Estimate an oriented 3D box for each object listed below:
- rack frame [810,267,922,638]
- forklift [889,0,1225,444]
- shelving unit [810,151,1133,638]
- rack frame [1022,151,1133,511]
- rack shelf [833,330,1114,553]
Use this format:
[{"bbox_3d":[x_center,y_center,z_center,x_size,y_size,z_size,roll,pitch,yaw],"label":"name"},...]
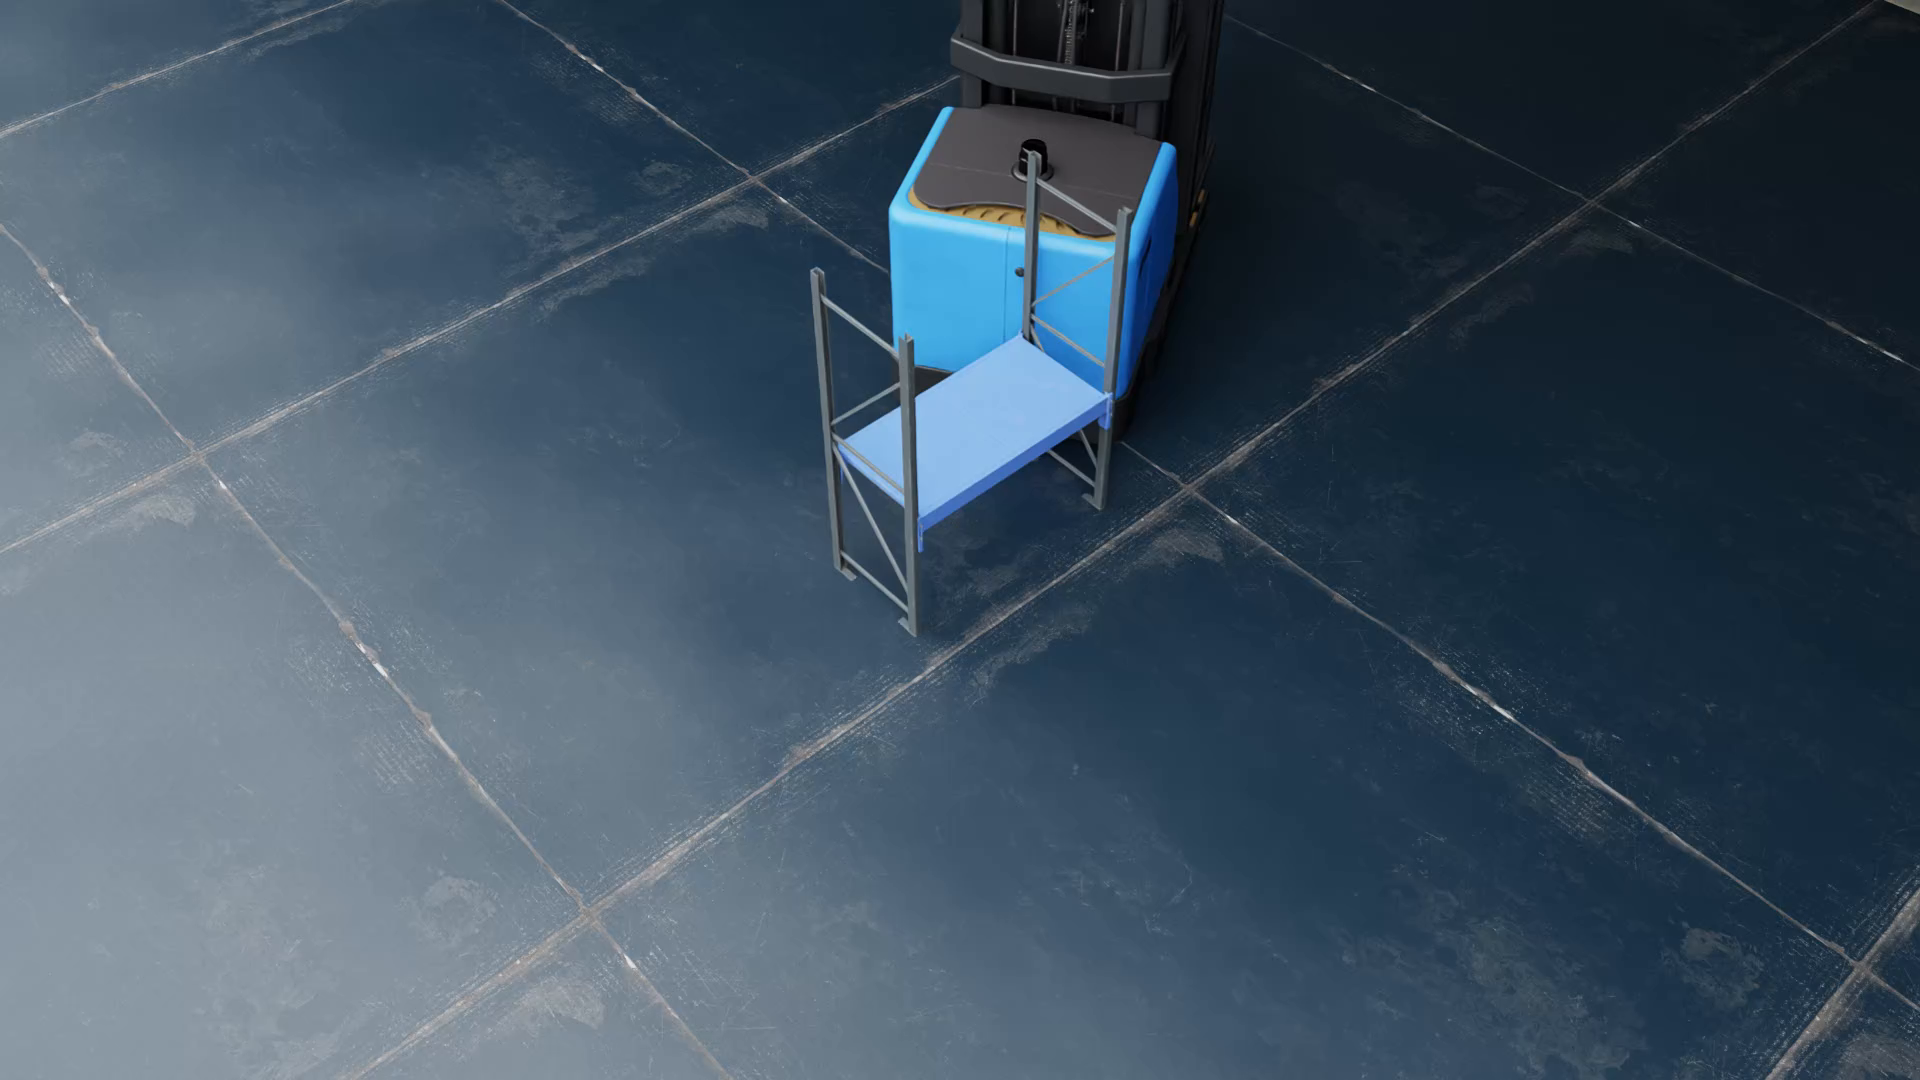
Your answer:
[{"bbox_3d":[-0.327,-0.270,6.032,0.032,1.500,0.500,-34,56,-27],"label":"rack frame"},{"bbox_3d":[0.608,-2.507,7.122,1.130,2.935,3.031,12,48,11],"label":"forklift"},{"bbox_3d":[0.050,-0.521,6.263,1.048,1.500,0.538,-34,56,-27],"label":"shelving unit"},{"bbox_3d":[0.427,-0.772,6.495,0.032,1.500,0.500,-34,56,-27],"label":"rack frame"},{"bbox_3d":[0.050,-0.399,6.396,1.000,0.185,0.538,-34,56,-27],"label":"rack shelf"}]
